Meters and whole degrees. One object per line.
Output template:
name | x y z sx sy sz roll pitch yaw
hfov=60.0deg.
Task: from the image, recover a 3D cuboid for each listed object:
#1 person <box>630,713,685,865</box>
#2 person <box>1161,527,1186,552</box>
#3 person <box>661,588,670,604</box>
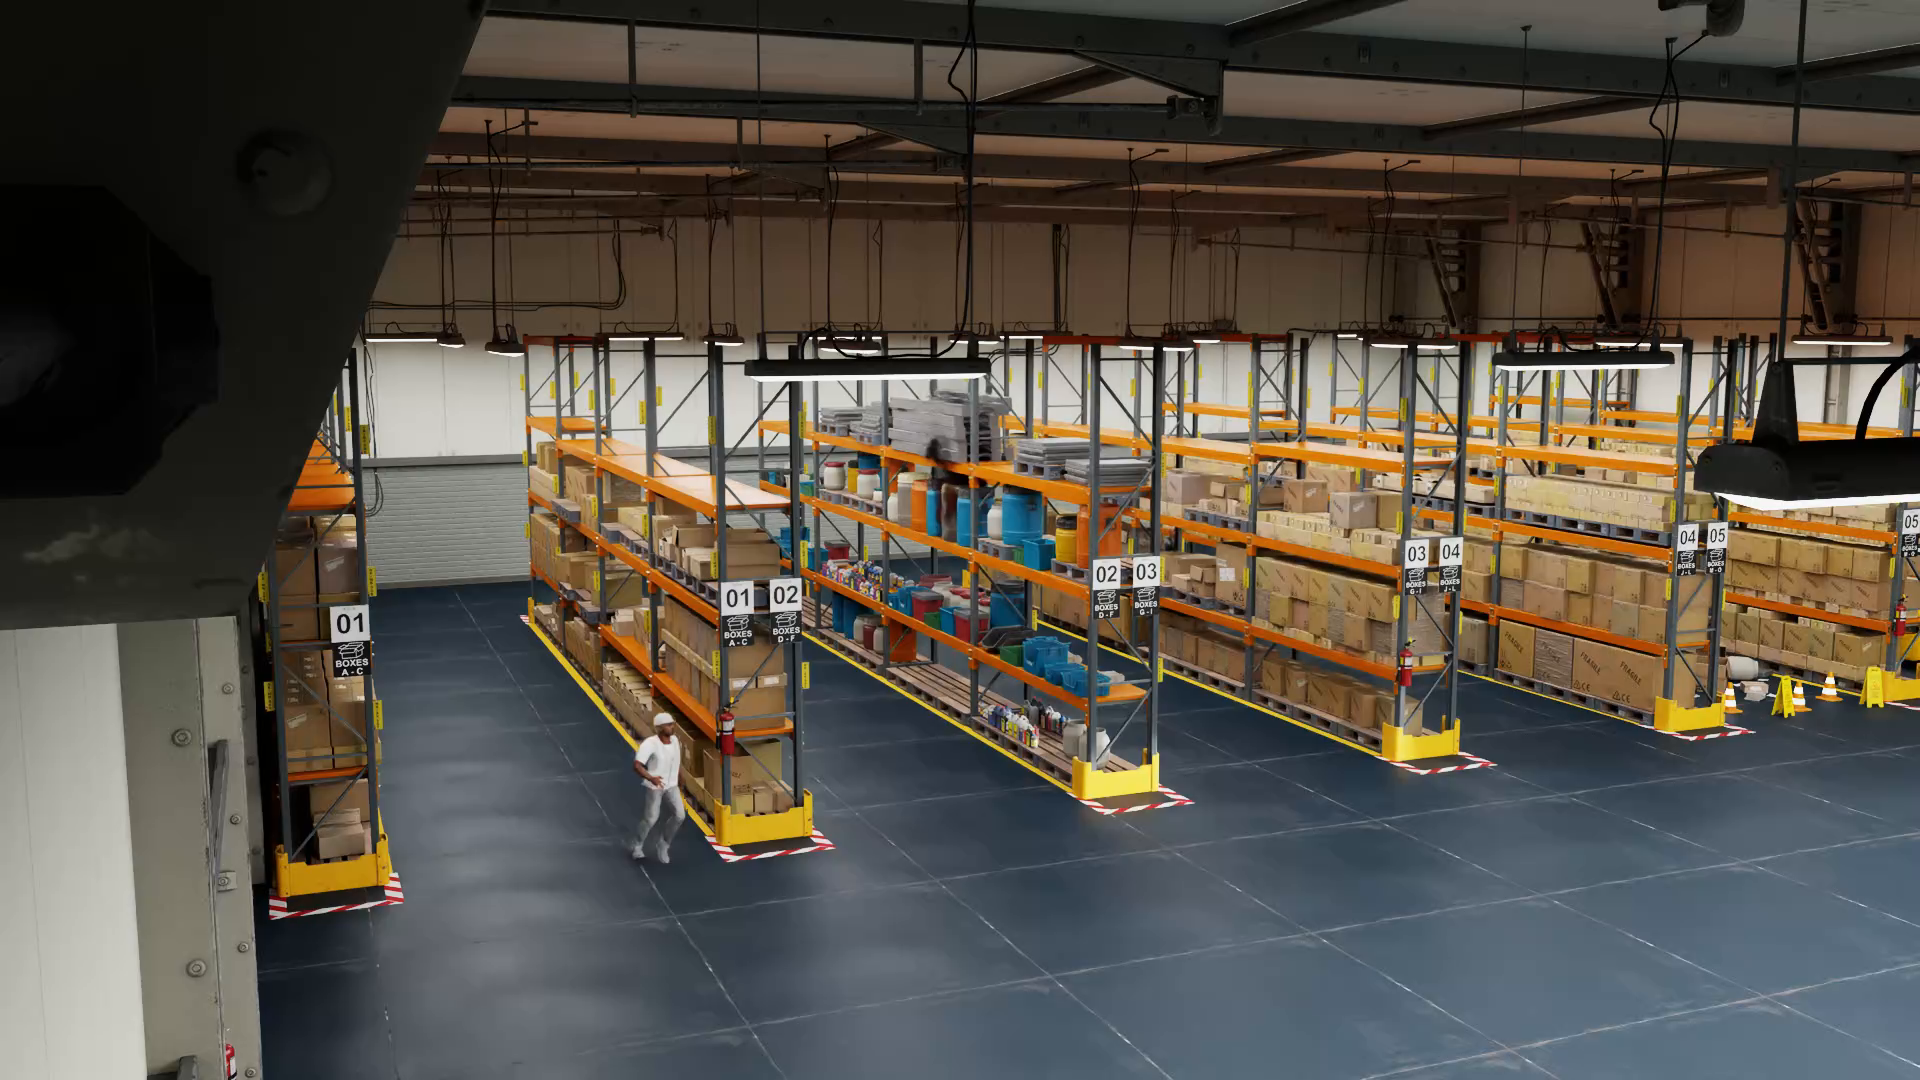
person | -3.485 2.899 19.510 0.654 1.760 0.767 7 10 43
person | 4.782 0.541 37.329 0.670 1.717 0.840 -3 8 -24
person | -5.967 0.964 33.960 0.665 1.748 0.805 -4 9 -28
